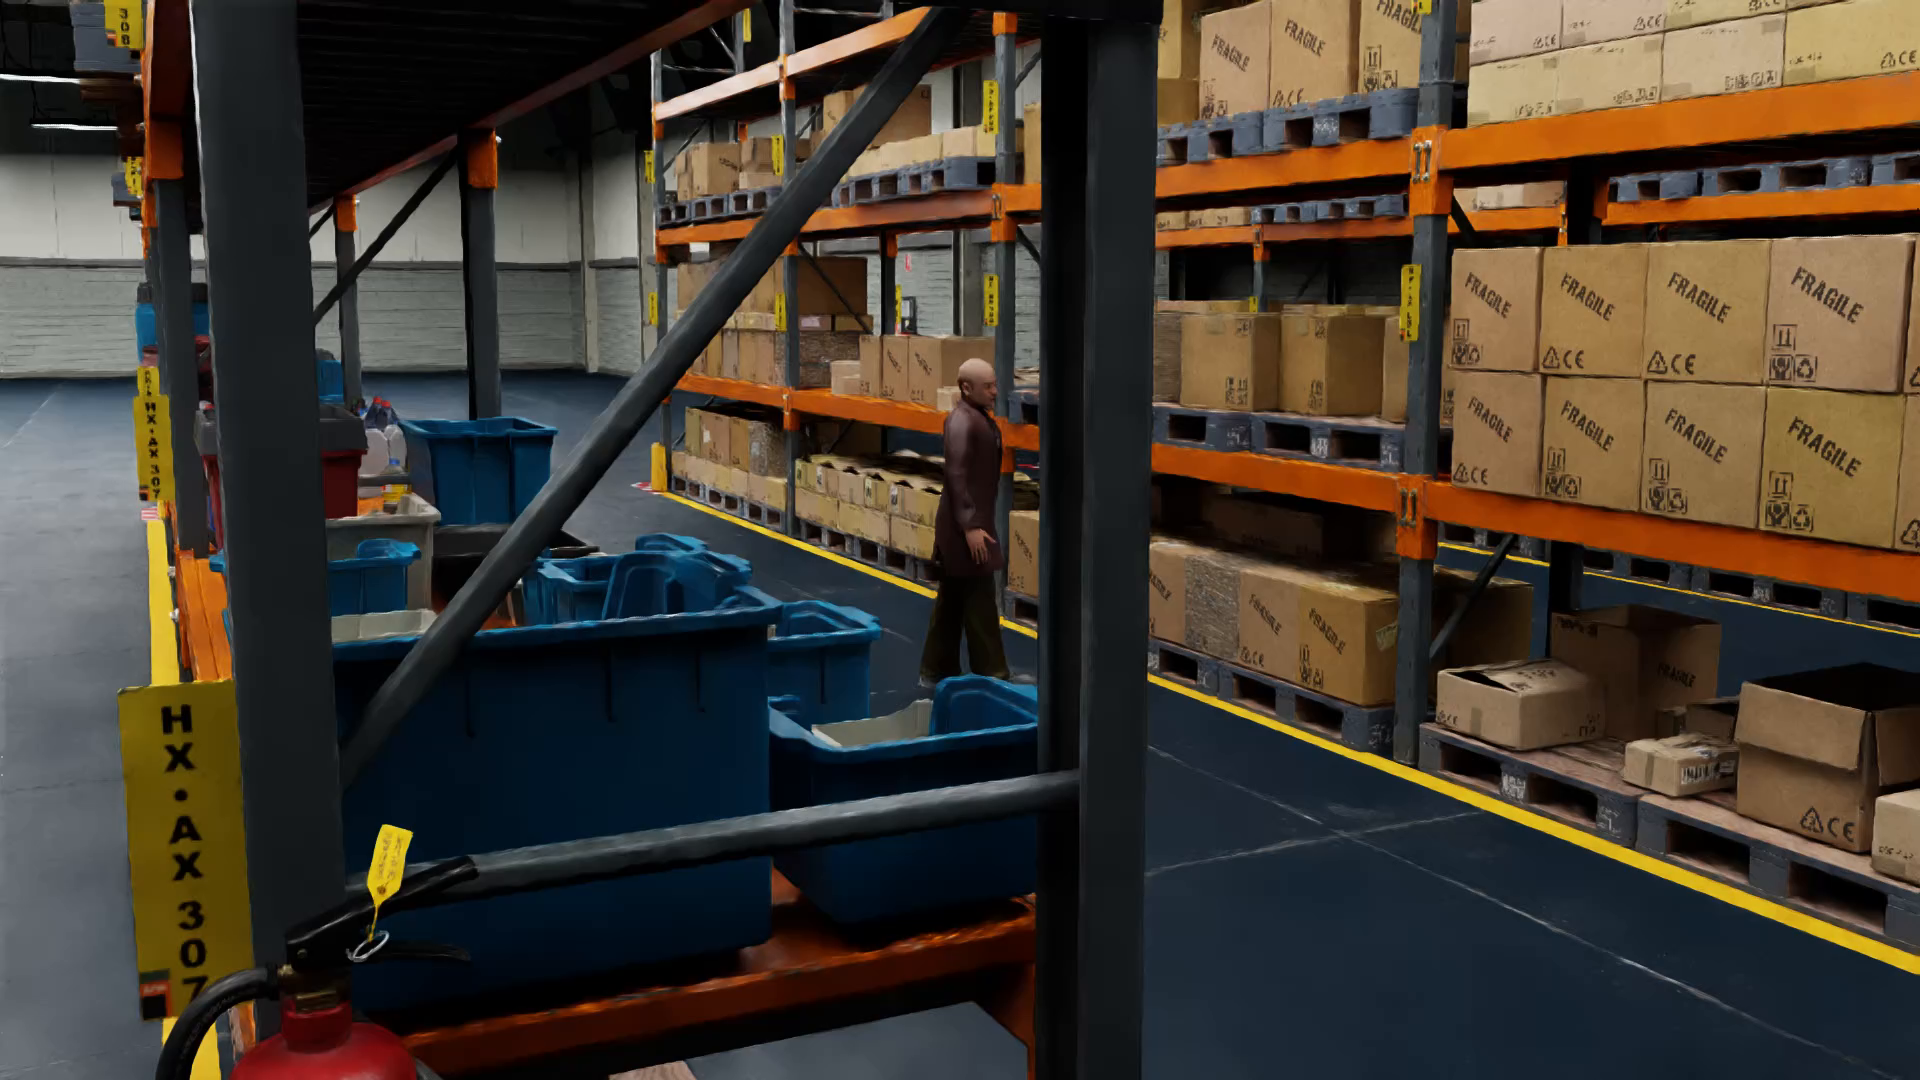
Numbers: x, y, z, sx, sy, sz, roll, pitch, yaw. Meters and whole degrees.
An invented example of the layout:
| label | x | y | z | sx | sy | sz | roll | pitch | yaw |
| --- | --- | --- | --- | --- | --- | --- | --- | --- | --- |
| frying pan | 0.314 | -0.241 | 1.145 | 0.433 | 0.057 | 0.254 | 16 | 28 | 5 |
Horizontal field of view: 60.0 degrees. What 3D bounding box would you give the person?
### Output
| label | x | y | z | sx | sy | sz | roll | pitch | yaw |
| --- | --- | --- | --- | --- | --- | --- | --- | --- | --- |
| person | 0.092 | -0.003 | 8.689 | 0.645 | 1.676 | 0.677 | 0 | 8 | 3 |
